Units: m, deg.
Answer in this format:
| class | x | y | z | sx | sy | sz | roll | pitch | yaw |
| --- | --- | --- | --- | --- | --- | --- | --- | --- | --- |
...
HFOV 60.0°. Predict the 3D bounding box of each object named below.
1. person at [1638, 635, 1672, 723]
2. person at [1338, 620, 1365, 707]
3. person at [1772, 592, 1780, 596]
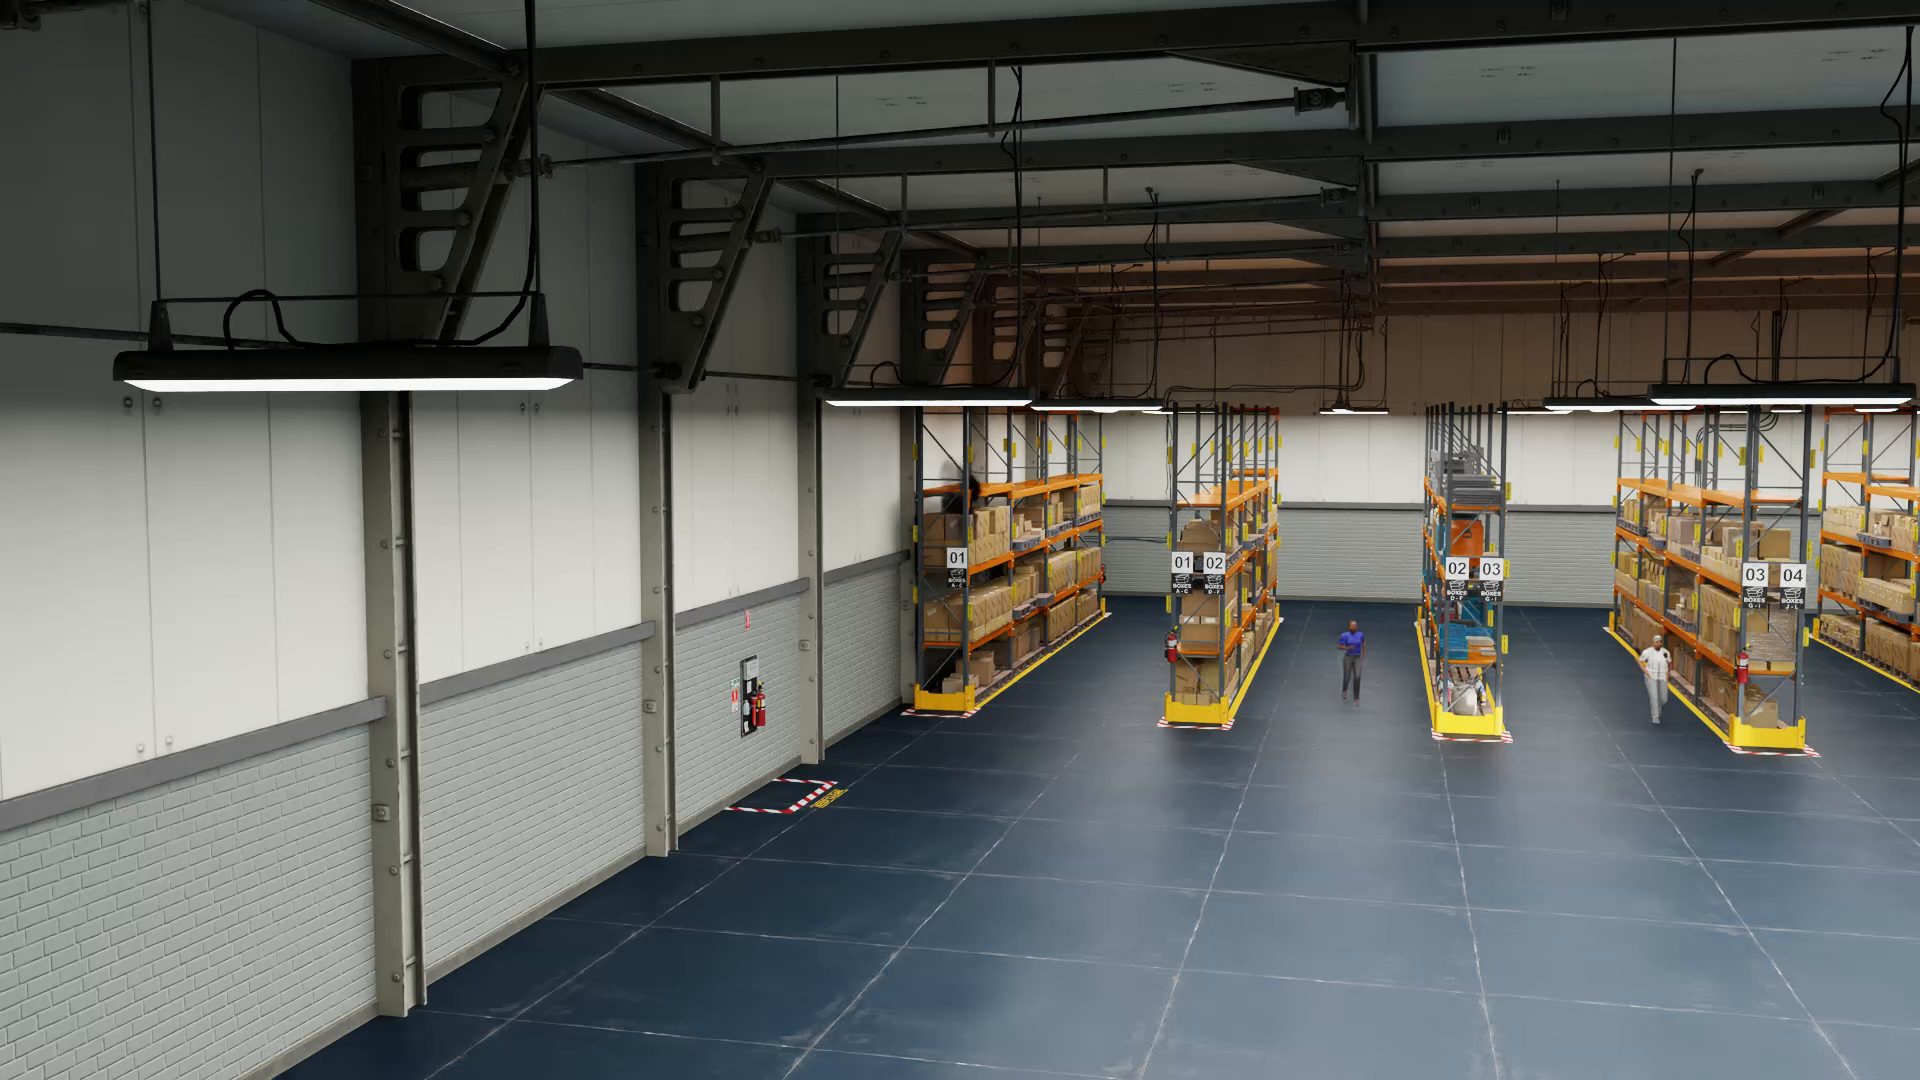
| class | x | y | z | sx | sy | sz | roll | pitch | yaw |
| --- | --- | --- | --- | --- | --- | --- | --- | --- | --- |
| person | 13.073 | 2.599 | 31.280 | 0.614 | 1.638 | 0.598 | 1 | 4 | 8 |
| person | 7.819 | 2.428 | 33.191 | 0.595 | 1.685 | 0.854 | 0 | 4 | 2 |
| person | 21.503 | 1.668 | 43.841 | 0.622 | 1.622 | 0.639 | -2 | 5 | -24 |
